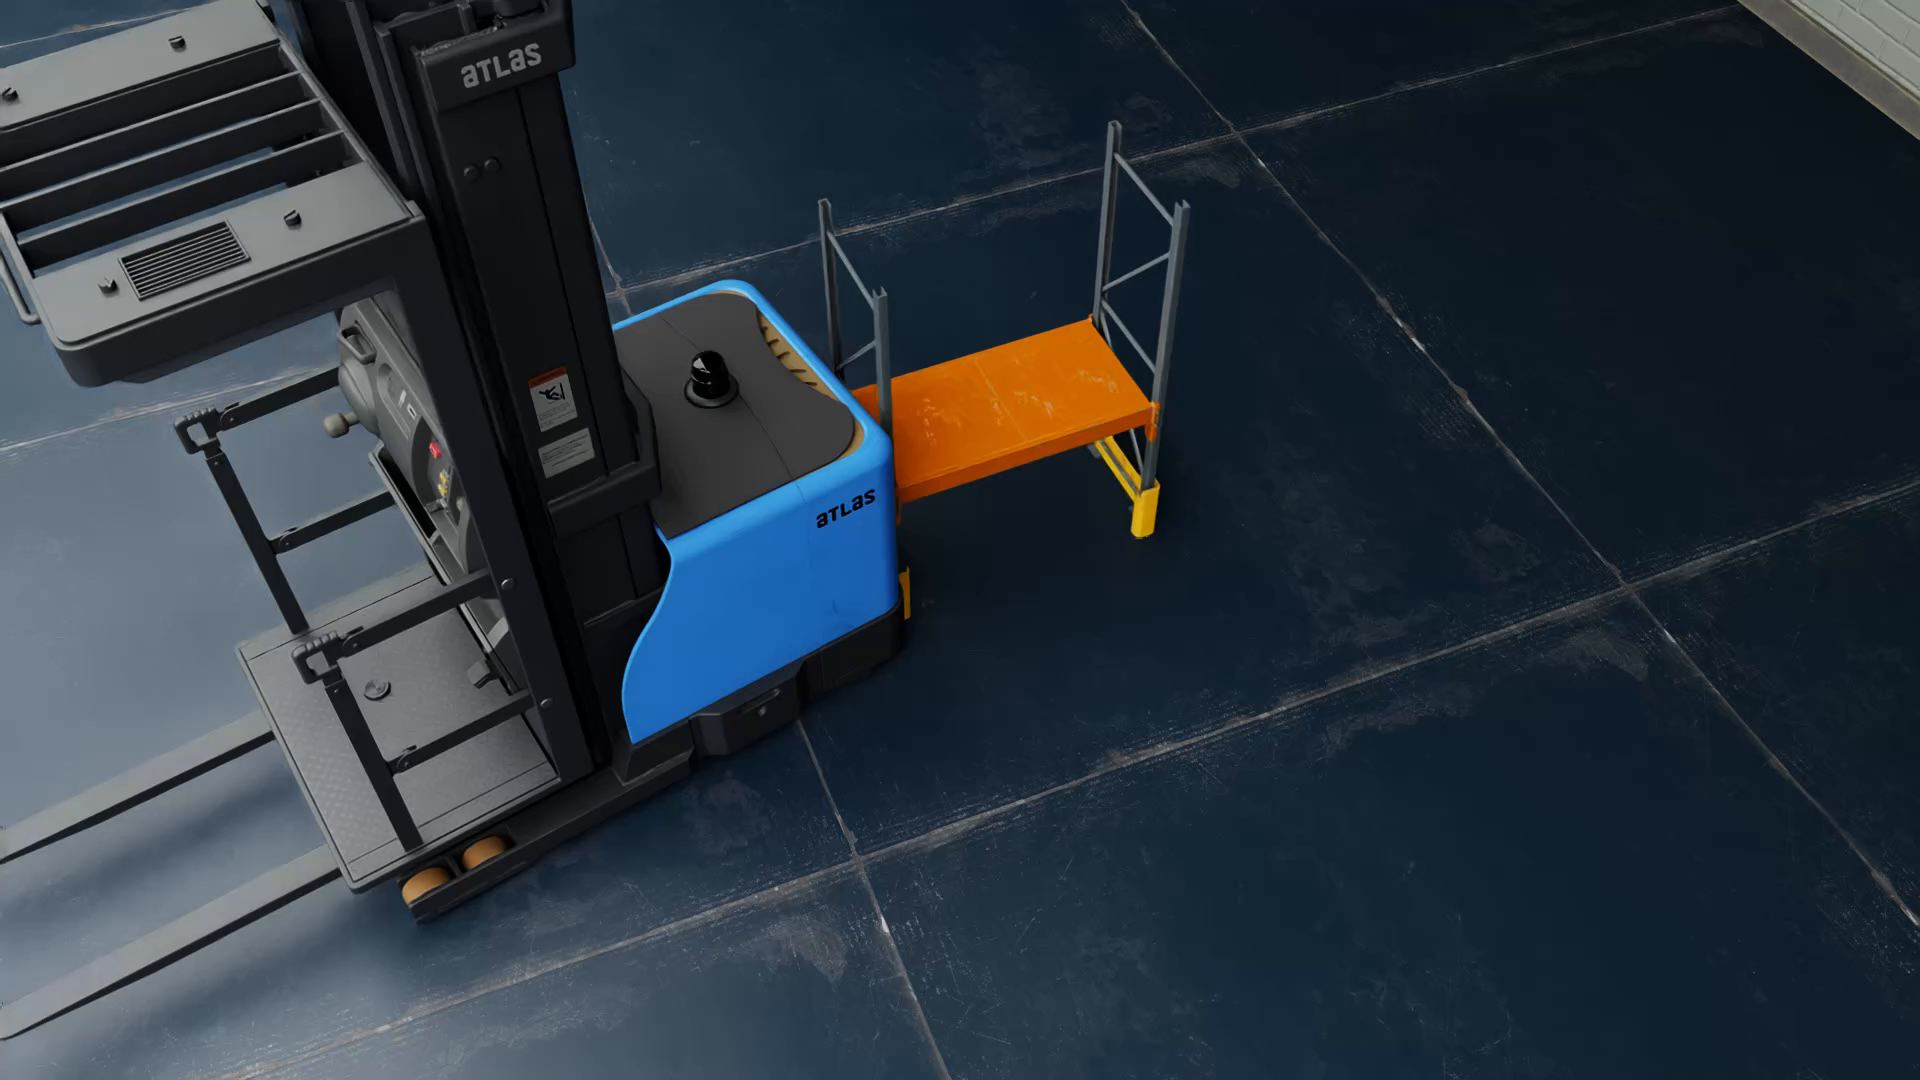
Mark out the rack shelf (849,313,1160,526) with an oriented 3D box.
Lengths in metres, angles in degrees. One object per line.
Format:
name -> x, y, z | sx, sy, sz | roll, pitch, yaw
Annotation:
rack shelf -> 0.136, -0.440, 5.876 | 1.000, 0.185, 0.538 | -19, 52, -15

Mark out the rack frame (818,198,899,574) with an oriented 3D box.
rack frame -> -0.328, -0.400, 5.605 | 0.032, 1.500, 0.500 | -19, 52, -15

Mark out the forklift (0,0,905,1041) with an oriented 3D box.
forklift -> -1.700, -0.232, 4.517 | 3.031, 2.935, 1.130 | -27, 55, -21

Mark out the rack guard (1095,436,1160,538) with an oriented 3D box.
rack guard -> 0.583, -0.300, 6.343 | 0.087, 0.250, 0.587 | -19, 52, -15

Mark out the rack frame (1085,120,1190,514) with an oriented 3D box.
rack frame -> 0.601, -0.713, 5.874 | 0.032, 1.500, 0.500 | -19, 52, -15

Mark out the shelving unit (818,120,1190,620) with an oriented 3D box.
shelving unit -> 0.128, -0.554, 5.737 | 1.083, 1.500, 0.587 | -19, 52, -15

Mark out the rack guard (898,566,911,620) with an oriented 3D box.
rack guard -> -0.327, 0.006, 6.080 | 0.087, 0.250, 0.587 | -19, 52, -15
